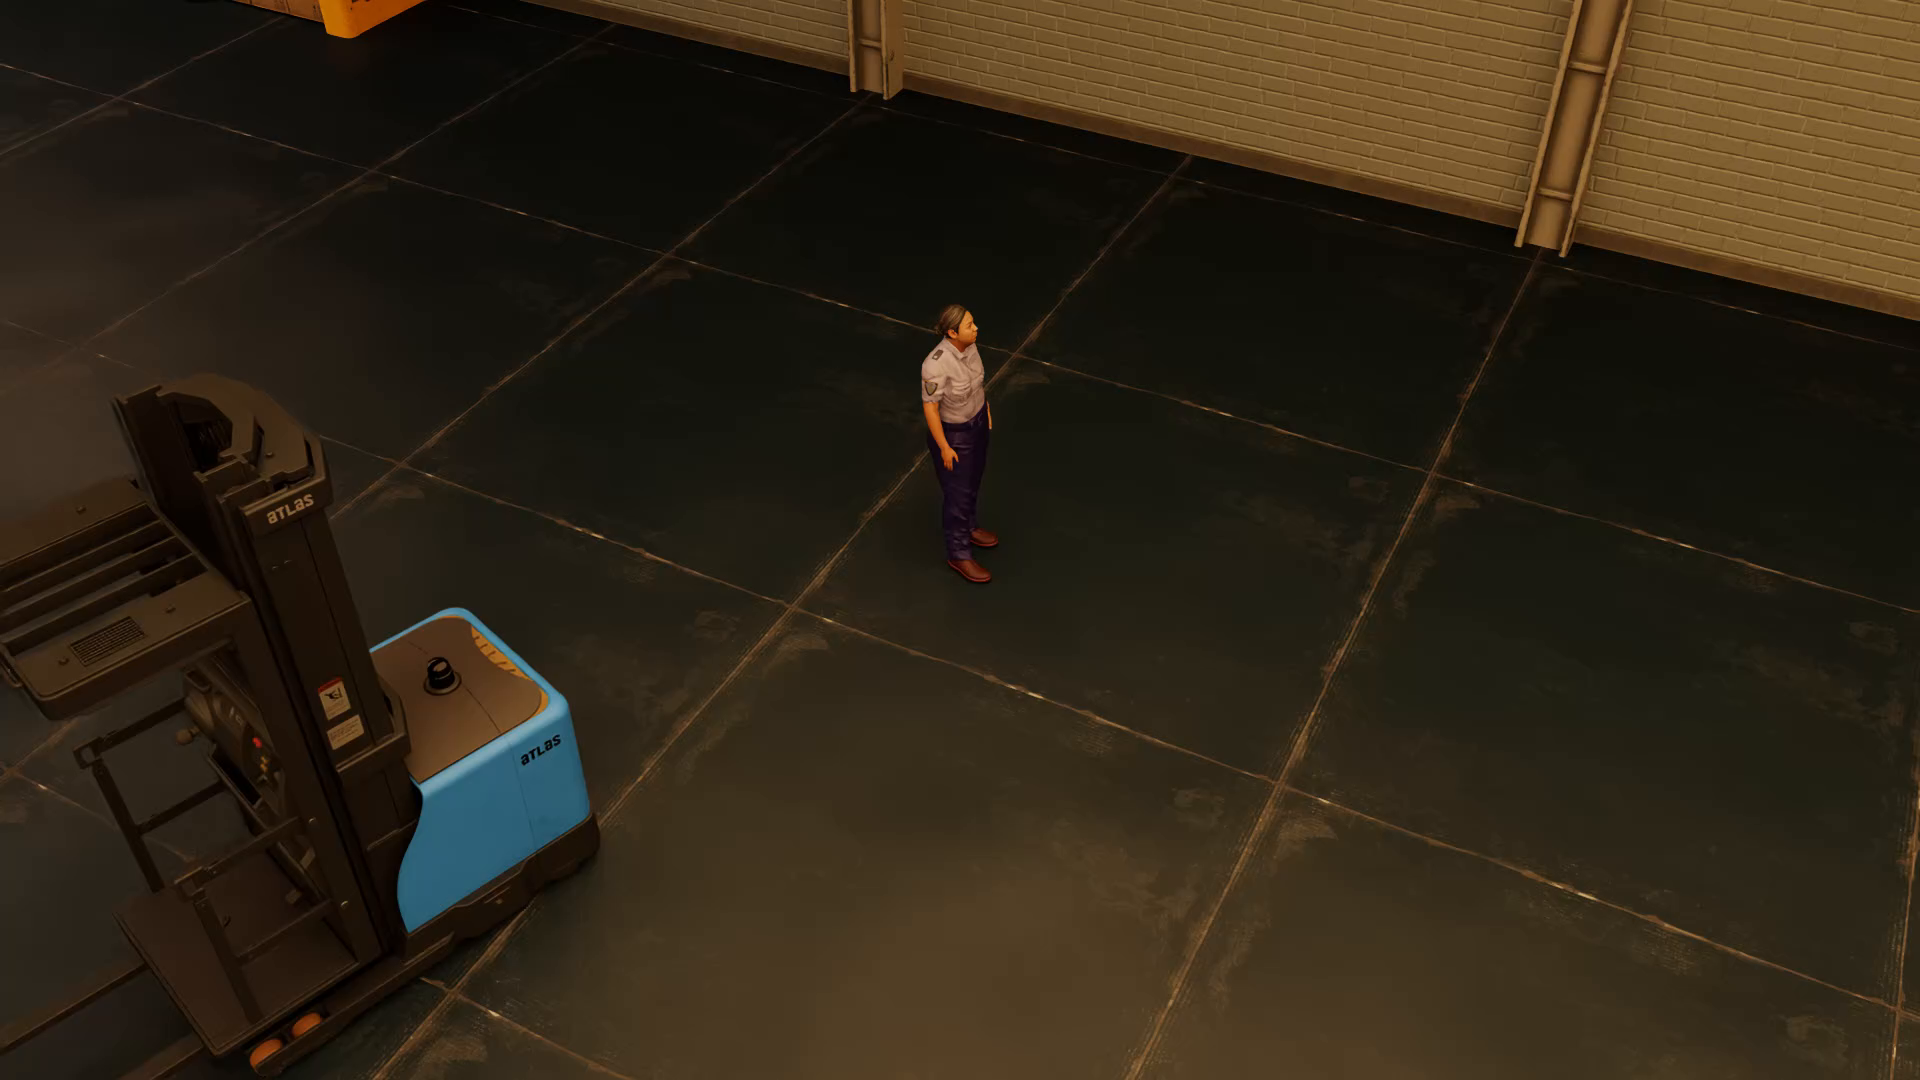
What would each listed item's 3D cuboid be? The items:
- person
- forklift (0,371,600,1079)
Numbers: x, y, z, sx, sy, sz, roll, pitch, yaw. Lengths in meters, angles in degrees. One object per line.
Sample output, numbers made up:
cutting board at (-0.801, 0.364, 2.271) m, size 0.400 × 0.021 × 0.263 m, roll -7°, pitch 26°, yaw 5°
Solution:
person at (0.069, -0.595, 9.679) m, size 0.502 × 1.651 × 0.598 m, roll 18°, pitch 43°, yaw 21°
forklift at (-3.213, 0.891, 6.928) m, size 3.031 × 2.935 × 1.130 m, roll -32°, pitch 50°, yaw -32°
